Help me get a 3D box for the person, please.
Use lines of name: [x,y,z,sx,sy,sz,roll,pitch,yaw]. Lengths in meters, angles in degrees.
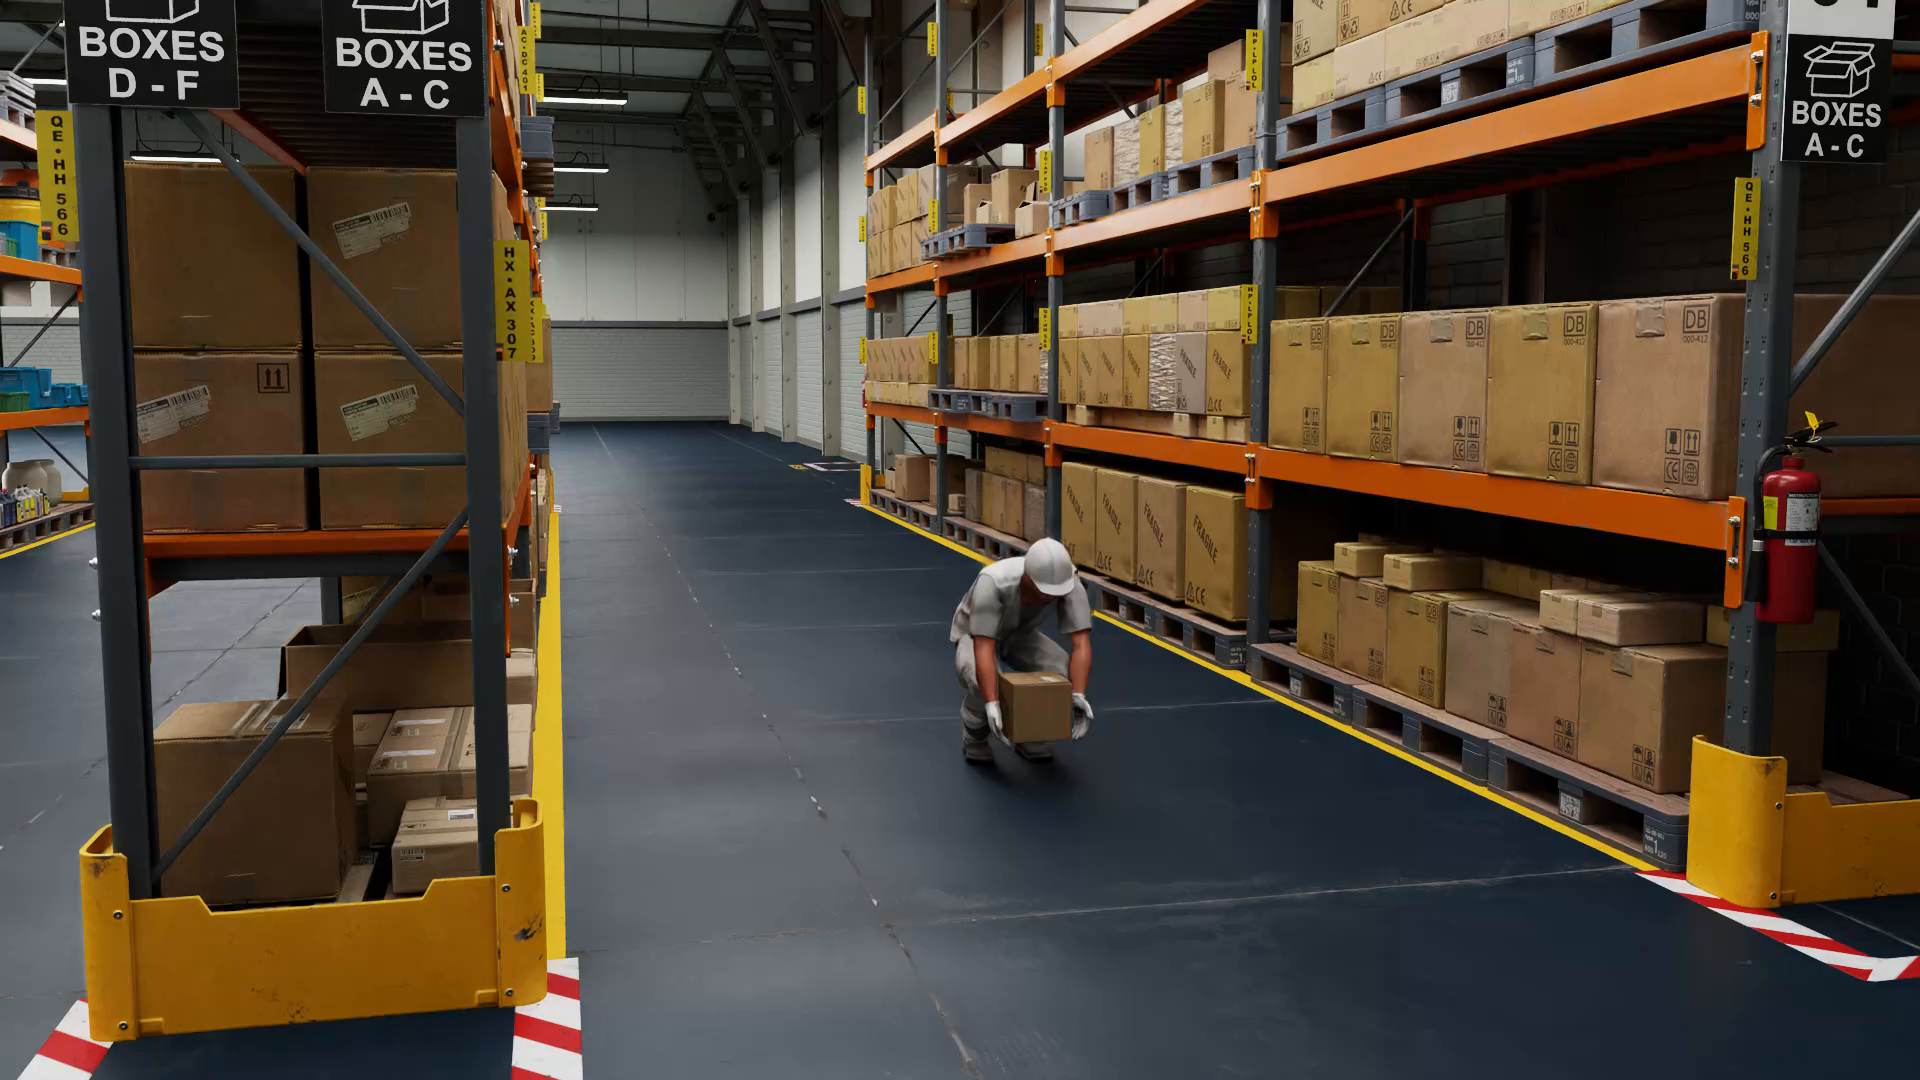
person: [0.267,0.477,7.354,0.573,1.040,0.871,-2,6,-14]
